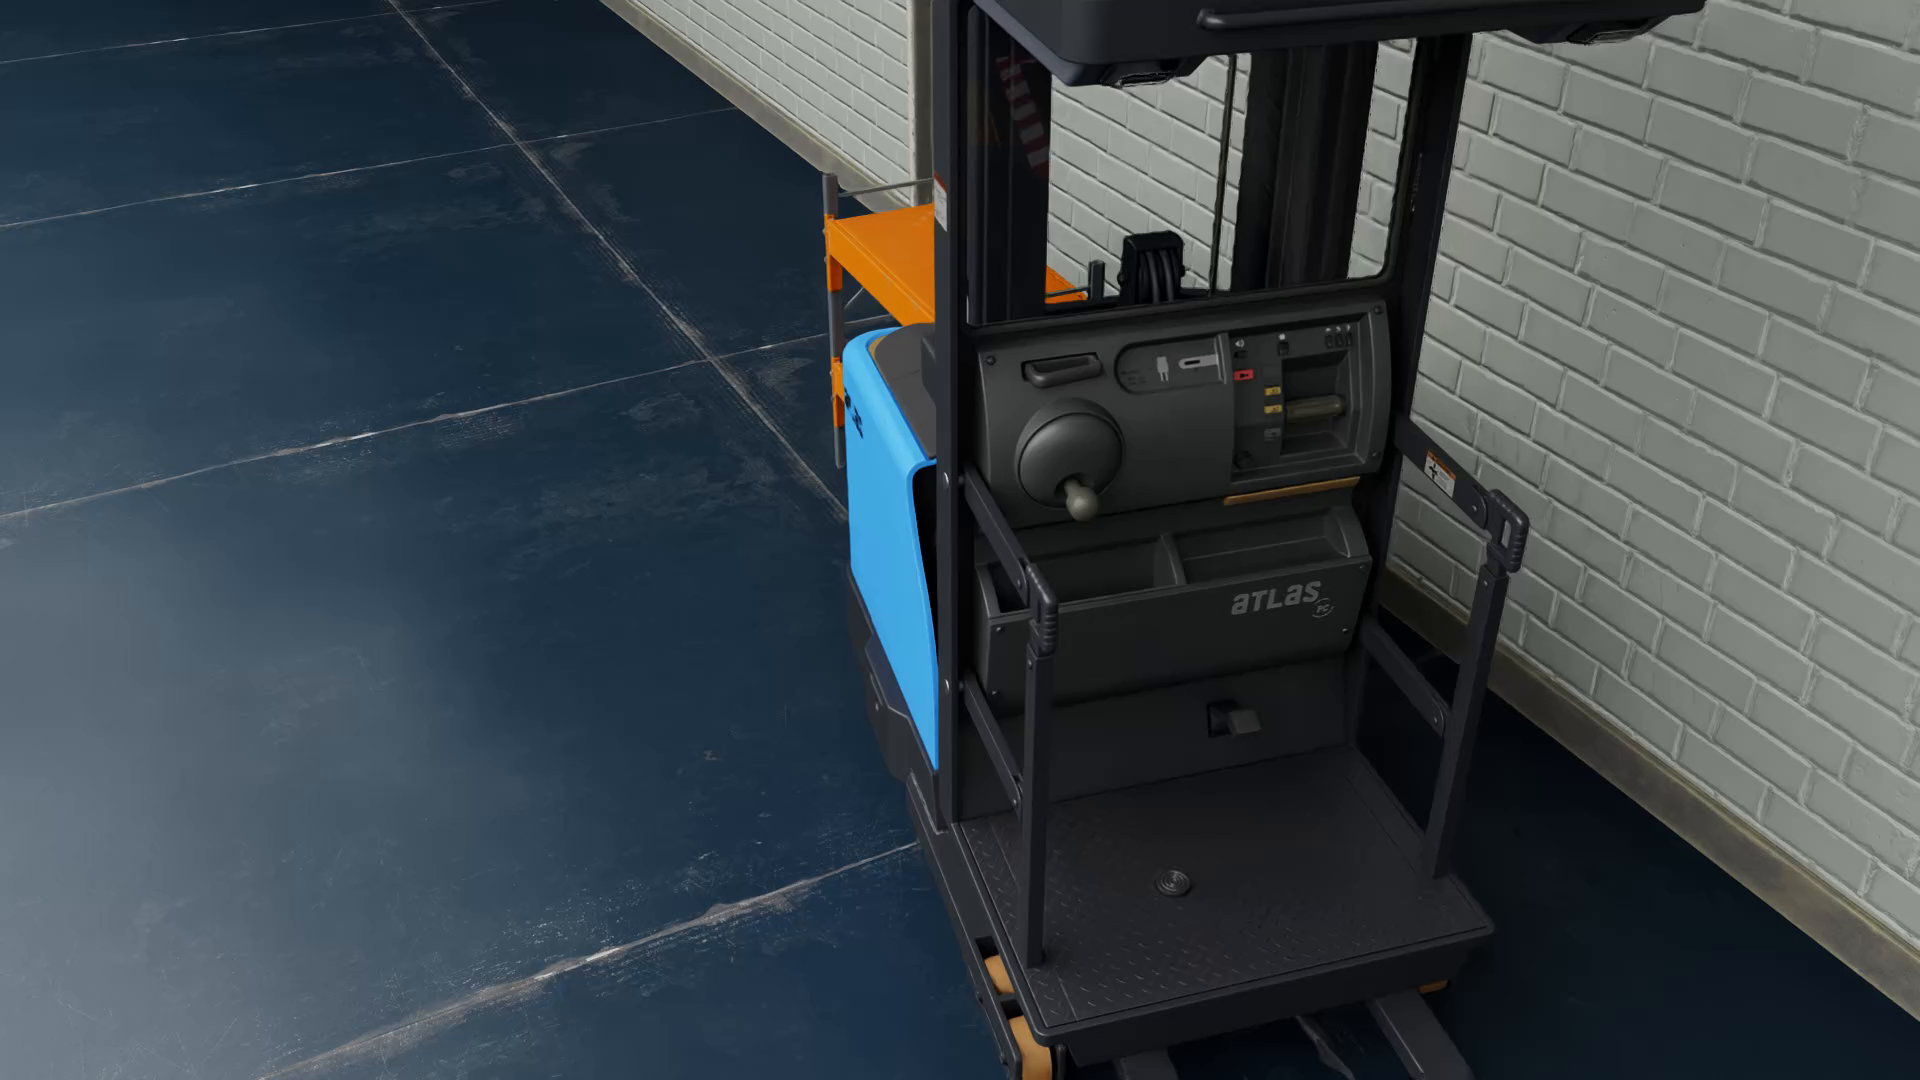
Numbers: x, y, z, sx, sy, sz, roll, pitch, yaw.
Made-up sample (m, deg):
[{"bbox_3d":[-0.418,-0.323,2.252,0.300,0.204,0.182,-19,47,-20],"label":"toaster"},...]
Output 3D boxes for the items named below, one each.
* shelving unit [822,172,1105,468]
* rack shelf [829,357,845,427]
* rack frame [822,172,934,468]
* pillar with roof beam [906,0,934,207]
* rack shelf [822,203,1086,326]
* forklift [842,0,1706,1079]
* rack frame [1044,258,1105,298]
[{"bbox_3d":[-0.015,-0.555,5.574,0.538,1.125,1.048,-14,35,-21],"label":"shelving unit"},{"bbox_3d":[-0.015,-0.349,5.706,0.538,0.278,1.000,-14,35,-21],"label":"rack shelf"},{"bbox_3d":[-0.230,-0.804,5.962,0.500,1.125,0.032,-14,35,-21],"label":"rack frame"},{"bbox_3d":[-3.802,-3.757,3.272,9.100,9.000,0.400,-16,36,-23],"label":"pillar with roof beam"},{"bbox_3d":[-0.015,-0.802,5.416,0.538,0.278,1.000,-14,35,-21],"label":"rack shelf"},{"bbox_3d":[0.554,-0.223,3.382,1.130,2.935,3.031,-9,34,-14],"label":"forklift"},{"bbox_3d":[0.199,-0.307,5.186,0.500,1.125,0.032,-14,35,-21],"label":"rack frame"}]
